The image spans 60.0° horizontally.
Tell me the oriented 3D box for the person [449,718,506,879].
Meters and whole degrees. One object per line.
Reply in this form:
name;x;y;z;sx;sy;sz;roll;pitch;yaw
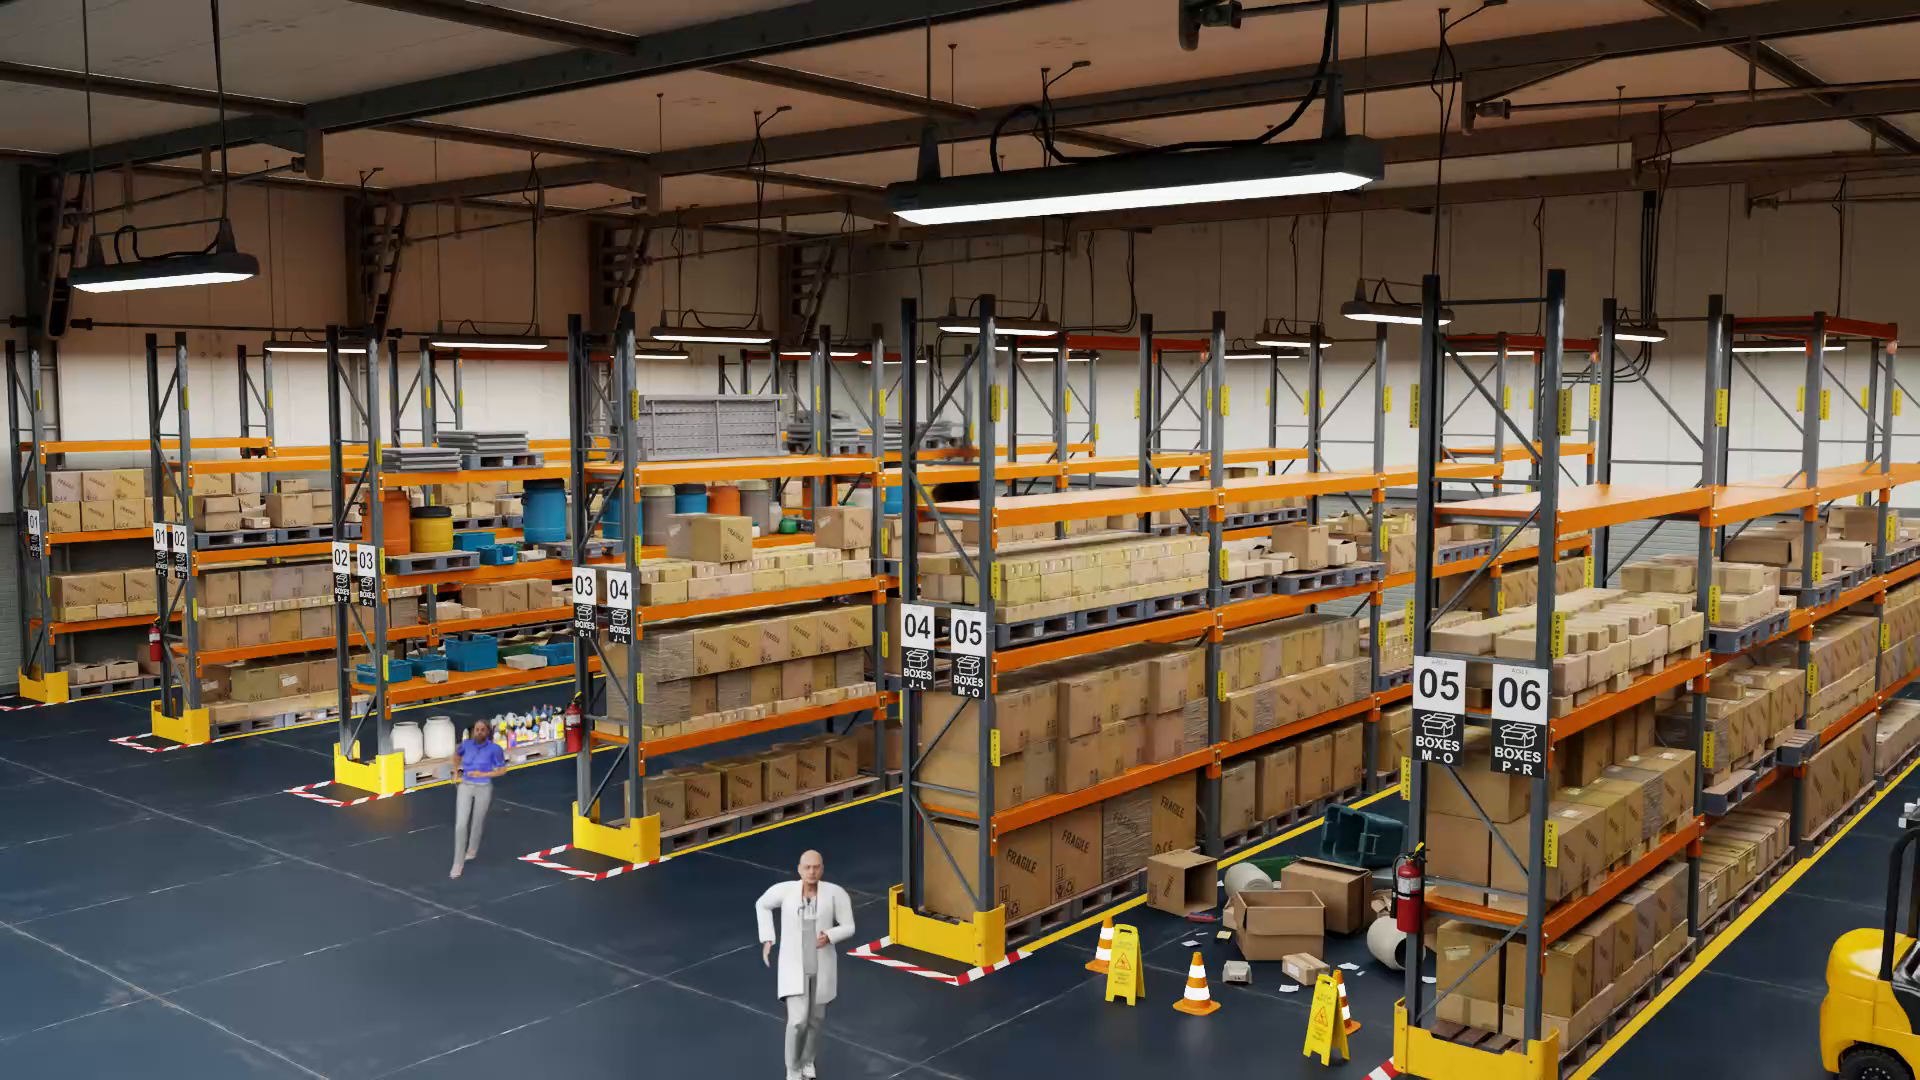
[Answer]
person;-5.191;2.808;17.987;0.588;1.592;0.771;-1;5;-8

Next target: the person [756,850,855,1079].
person;-1.121;3.186;12.280;0.689;1.807;0.744;-1;5;-14
